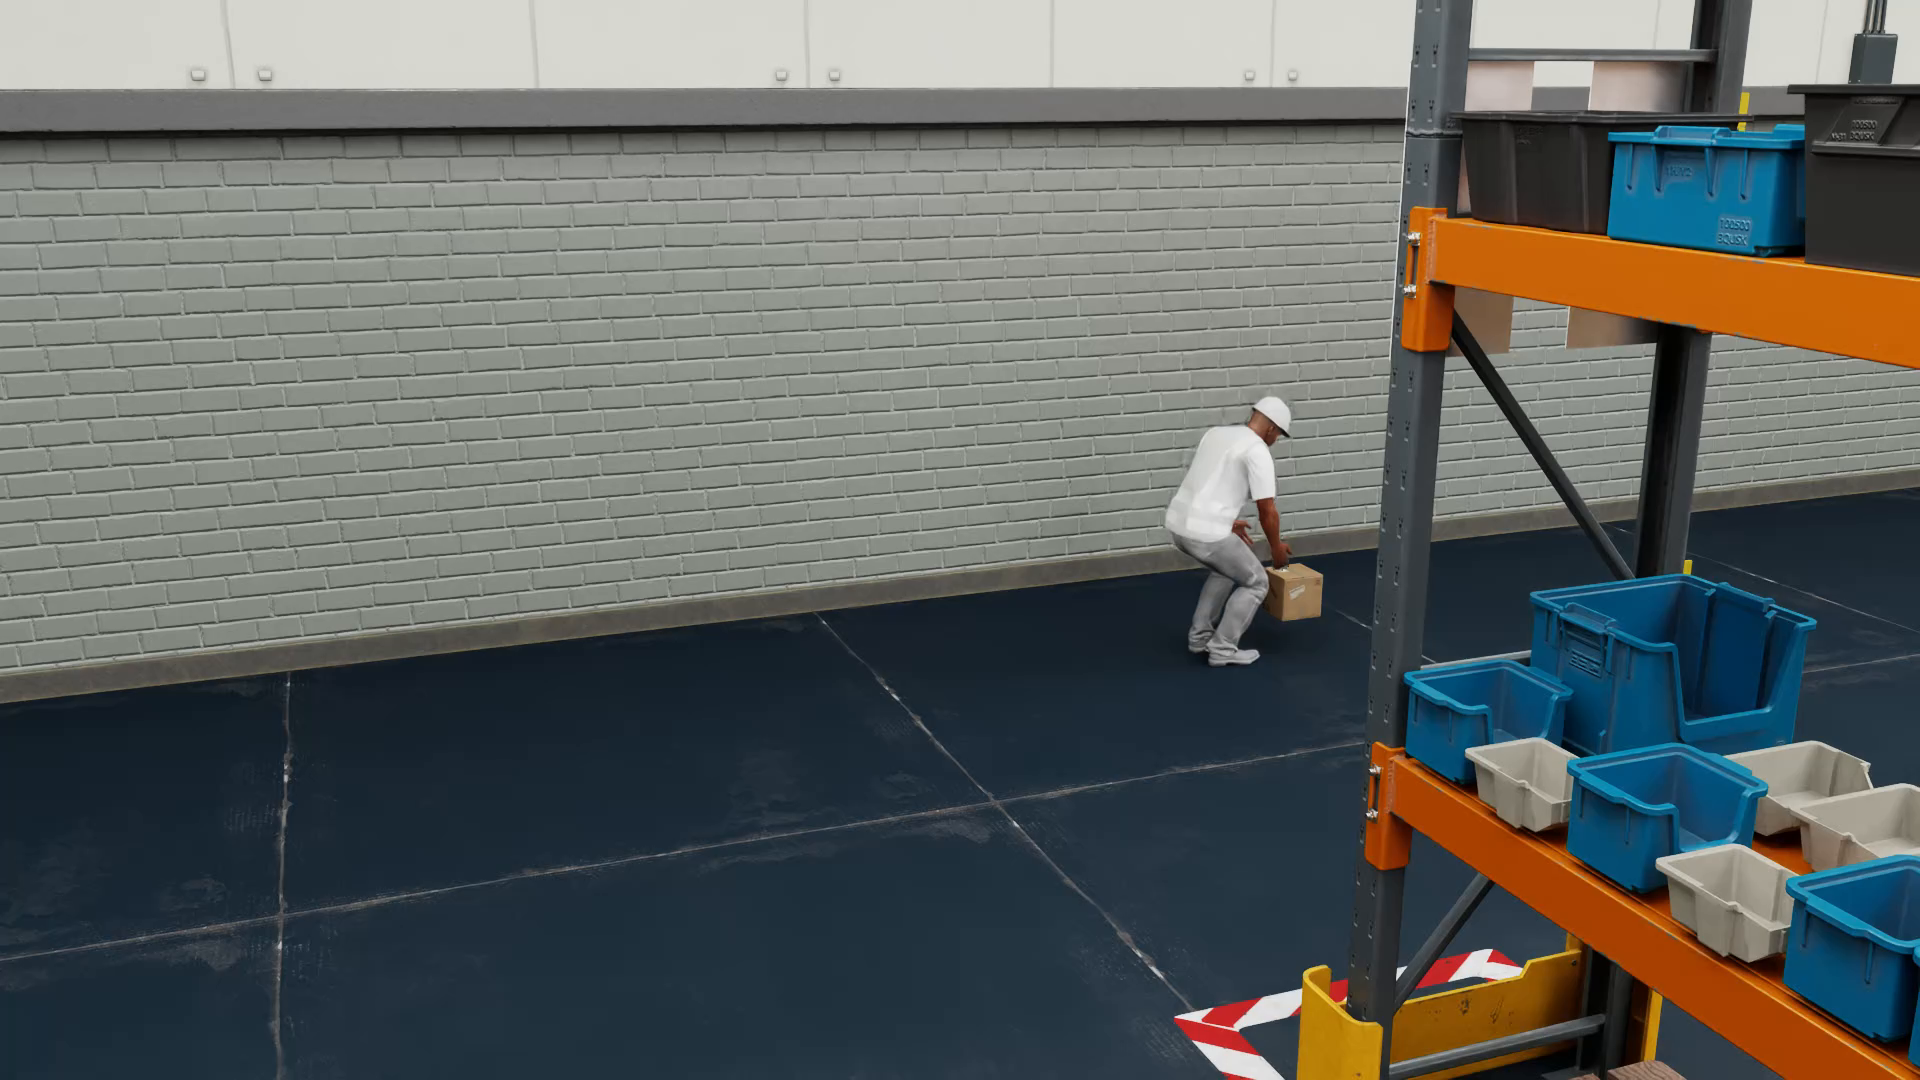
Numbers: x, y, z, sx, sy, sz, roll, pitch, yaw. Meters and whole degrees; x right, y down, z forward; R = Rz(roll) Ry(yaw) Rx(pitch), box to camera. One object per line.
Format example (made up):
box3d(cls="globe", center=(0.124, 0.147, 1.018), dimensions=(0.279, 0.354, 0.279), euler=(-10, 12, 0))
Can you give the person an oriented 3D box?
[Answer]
box3d(cls="person", center=(1.494, -0.063, 9.280), dimensions=(0.727, 1.462, 0.630), euler=(-6, 17, -20))
